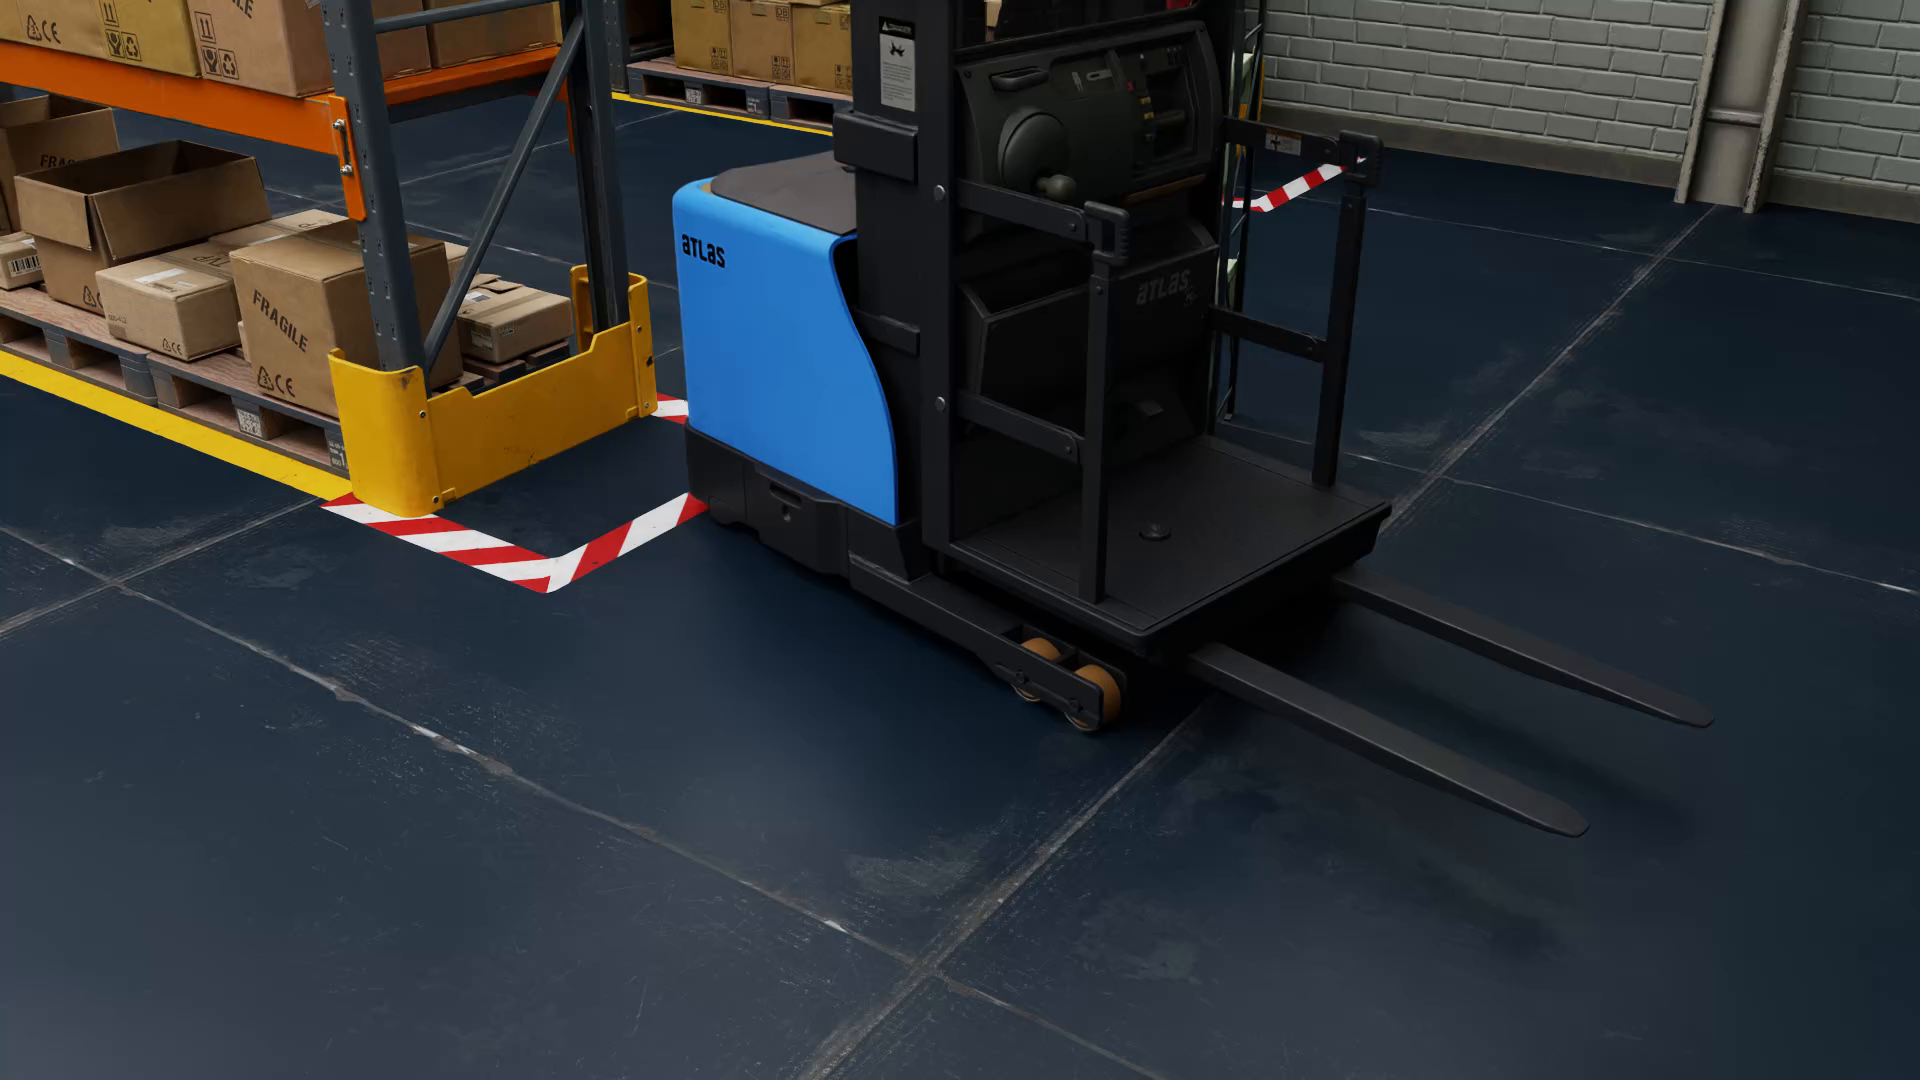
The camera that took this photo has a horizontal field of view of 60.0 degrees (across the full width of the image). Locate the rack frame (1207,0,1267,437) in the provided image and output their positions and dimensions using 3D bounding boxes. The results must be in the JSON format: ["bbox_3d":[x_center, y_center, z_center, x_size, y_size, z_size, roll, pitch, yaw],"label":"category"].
[{"bbox_3d":[0.942,-1.058,5.675,0.023,1.500,0.400,9,28,17],"label":"rack frame"}]

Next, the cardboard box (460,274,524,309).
[{"bbox_3d":[-1.870,-0.873,6.297,0.250,0.166,0.380,17,32,30],"label":"cardboard box"}]

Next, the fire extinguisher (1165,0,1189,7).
[{"bbox_3d":[1.151,-3.080,8.492,0.183,0.674,0.296,17,32,30],"label":"fire extinguisher"}]

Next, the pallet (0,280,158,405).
[{"bbox_3d":[-3.235,-0.934,6.853,1.213,0.211,1.003,17,32,30],"label":"pallet"}]

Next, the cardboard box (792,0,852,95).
[{"bbox_3d":[-0.616,-3.099,10.326,0.500,0.500,0.700,18,32,31],"label":"cardboard box"}]

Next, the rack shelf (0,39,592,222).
[{"bbox_3d":[-3.162,-1.832,6.336,4.000,0.370,1.077,17,32,30],"label":"rack shelf"}]

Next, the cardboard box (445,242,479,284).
[{"bbox_3d":[-2.213,-0.984,6.423,0.500,0.250,0.500,17,32,30],"label":"cardboard box"}]

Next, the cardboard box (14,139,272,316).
[{"bbox_3d":[-3.259,-1.269,6.705,0.637,0.503,0.797,17,32,30],"label":"cardboard box"}]

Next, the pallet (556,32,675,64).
[{"bbox_3d":[-2.687,-3.447,11.790,1.213,0.211,1.003,17,32,30],"label":"pallet"}]

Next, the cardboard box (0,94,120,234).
[{"bbox_3d":[-4.180,-1.708,7.571,0.500,0.500,0.500,17,32,30],"label":"cardboard box"}]

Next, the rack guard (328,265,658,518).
[{"bbox_3d":[-1.576,-0.545,5.769,0.348,0.500,1.175,17,32,30],"label":"rack guard"}]

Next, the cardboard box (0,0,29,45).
[{"bbox_3d":[-3.289,-2.089,5.937,0.500,0.500,0.500,17,31,30],"label":"cardboard box"}]

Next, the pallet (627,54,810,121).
[{"bbox_3d":[-1.426,-3.052,11.015,1.213,0.211,1.003,17,32,30],"label":"pallet"}]

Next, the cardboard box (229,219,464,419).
[{"bbox_3d":[-2.101,-0.769,5.725,0.500,0.500,0.500,17,32,30],"label":"cardboard box"}]

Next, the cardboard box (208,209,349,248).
[{"bbox_3d":[-2.625,-1.112,6.675,0.500,0.250,0.500,17,32,30],"label":"cardboard box"}]

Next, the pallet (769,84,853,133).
[{"bbox_3d":[-0.416,-2.739,10.400,1.213,0.211,1.003,17,32,30],"label":"pallet"}]

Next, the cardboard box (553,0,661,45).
[{"bbox_3d":[-2.618,-3.867,11.448,0.750,0.750,0.750,18,32,31],"label":"cardboard box"}]

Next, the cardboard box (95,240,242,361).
[{"bbox_3d":[-2.867,-0.913,6.283,0.500,0.250,0.500,17,32,30],"label":"cardboard box"}]

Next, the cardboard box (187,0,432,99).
[{"bbox_3d":[-2.036,-1.697,5.167,0.500,0.500,0.500,18,32,32],"label":"cardboard box"}]

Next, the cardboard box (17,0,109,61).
[{"bbox_3d":[-2.874,-1.959,5.682,0.500,0.500,0.500,18,32,31],"label":"cardboard box"}]

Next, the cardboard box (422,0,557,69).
[{"bbox_3d":[-1.730,-1.896,5.559,0.500,0.500,0.500,18,32,31],"label":"cardboard box"}]

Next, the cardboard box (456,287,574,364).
[{"bbox_3d":[-1.664,-0.801,6.175,0.250,0.149,0.380,17,32,30],"label":"cardboard box"}]

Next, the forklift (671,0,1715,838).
[{"bbox_3d":[0.501,-1.079,4.138,1.130,2.935,3.031,-23,35,-38],"label":"forklift"}]

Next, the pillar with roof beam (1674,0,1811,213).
[{"bbox_3d":[1.566,-4.187,3.555,0.400,9.000,9.100,17,32,30],"label":"pillar with roof beam"}]

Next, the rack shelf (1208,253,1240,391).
[{"bbox_3d":[0.597,-0.823,5.932,0.720,0.370,0.431,9,28,17],"label":"rack shelf"}]

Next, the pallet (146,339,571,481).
[{"bbox_3d":[-2.233,-0.620,6.237,1.213,0.211,1.003,17,32,30],"label":"pallet"}]

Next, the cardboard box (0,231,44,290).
[{"bbox_3d":[-3.868,-1.193,6.925,0.250,0.166,0.380,17,32,30],"label":"cardboard box"}]

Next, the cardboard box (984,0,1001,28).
[{"bbox_3d":[0.235,-3.027,9.469,0.250,0.149,0.380,18,32,32],"label":"cardboard box"}]

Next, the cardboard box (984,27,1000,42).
[{"bbox_3d":[0.242,-2.836,9.809,0.500,0.500,0.700,17,32,30],"label":"cardboard box"}]

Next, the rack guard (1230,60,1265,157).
[{"bbox_3d":[1.308,-2.372,9.360,0.348,0.500,1.175,17,32,30],"label":"rack guard"}]

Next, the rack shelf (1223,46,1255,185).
[{"bbox_3d":[0.597,-1.461,5.607,0.720,0.370,0.431,9,28,17],"label":"rack shelf"}]

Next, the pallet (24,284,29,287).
[{"bbox_3d":[-4.245,-1.247,7.468,1.213,0.211,1.003,17,32,30],"label":"pallet"}]

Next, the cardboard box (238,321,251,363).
[{"bbox_3d":[-2.384,-0.758,6.071,0.250,0.166,0.380,17,32,30],"label":"cardboard box"}]

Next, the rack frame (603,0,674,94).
[{"bbox_3d":[-2.009,-4.519,10.823,0.127,3.000,1.000,17,32,30],"label":"rack frame"}]

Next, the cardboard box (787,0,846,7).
[{"bbox_3d":[-0.841,-3.361,10.125,0.250,0.149,0.380,16,31,29],"label":"cardboard box"}]

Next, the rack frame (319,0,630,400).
[{"bbox_3d":[-1.513,-1.639,5.164,0.127,3.000,1.000,17,32,30],"label":"rack frame"}]

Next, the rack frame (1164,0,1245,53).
[{"bbox_3d":[1.288,-3.492,8.805,0.127,3.000,1.000,17,32,30],"label":"rack frame"}]

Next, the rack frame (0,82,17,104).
[{"bbox_3d":[-4.810,-2.667,7.182,0.127,3.000,1.000,17,32,30],"label":"rack frame"}]

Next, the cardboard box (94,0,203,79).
[{"bbox_3d":[-2.466,-1.829,5.427,0.500,0.500,0.500,18,32,31],"label":"cardboard box"}]

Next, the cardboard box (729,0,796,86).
[{"bbox_3d":[-1.038,-3.232,10.587,0.500,0.500,0.700,17,32,30],"label":"cardboard box"}]

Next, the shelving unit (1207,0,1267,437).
[{"bbox_3d":[0.597,-1.113,5.784,0.755,1.500,0.431,9,28,17],"label":"shelving unit"}]

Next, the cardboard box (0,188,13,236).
[{"bbox_3d":[-4.587,-1.476,7.322,0.500,0.311,0.500,17,32,30],"label":"cardboard box"}]

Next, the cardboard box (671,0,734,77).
[{"bbox_3d":[-1.450,-3.362,10.842,0.500,0.500,0.700,18,32,31],"label":"cardboard box"}]
